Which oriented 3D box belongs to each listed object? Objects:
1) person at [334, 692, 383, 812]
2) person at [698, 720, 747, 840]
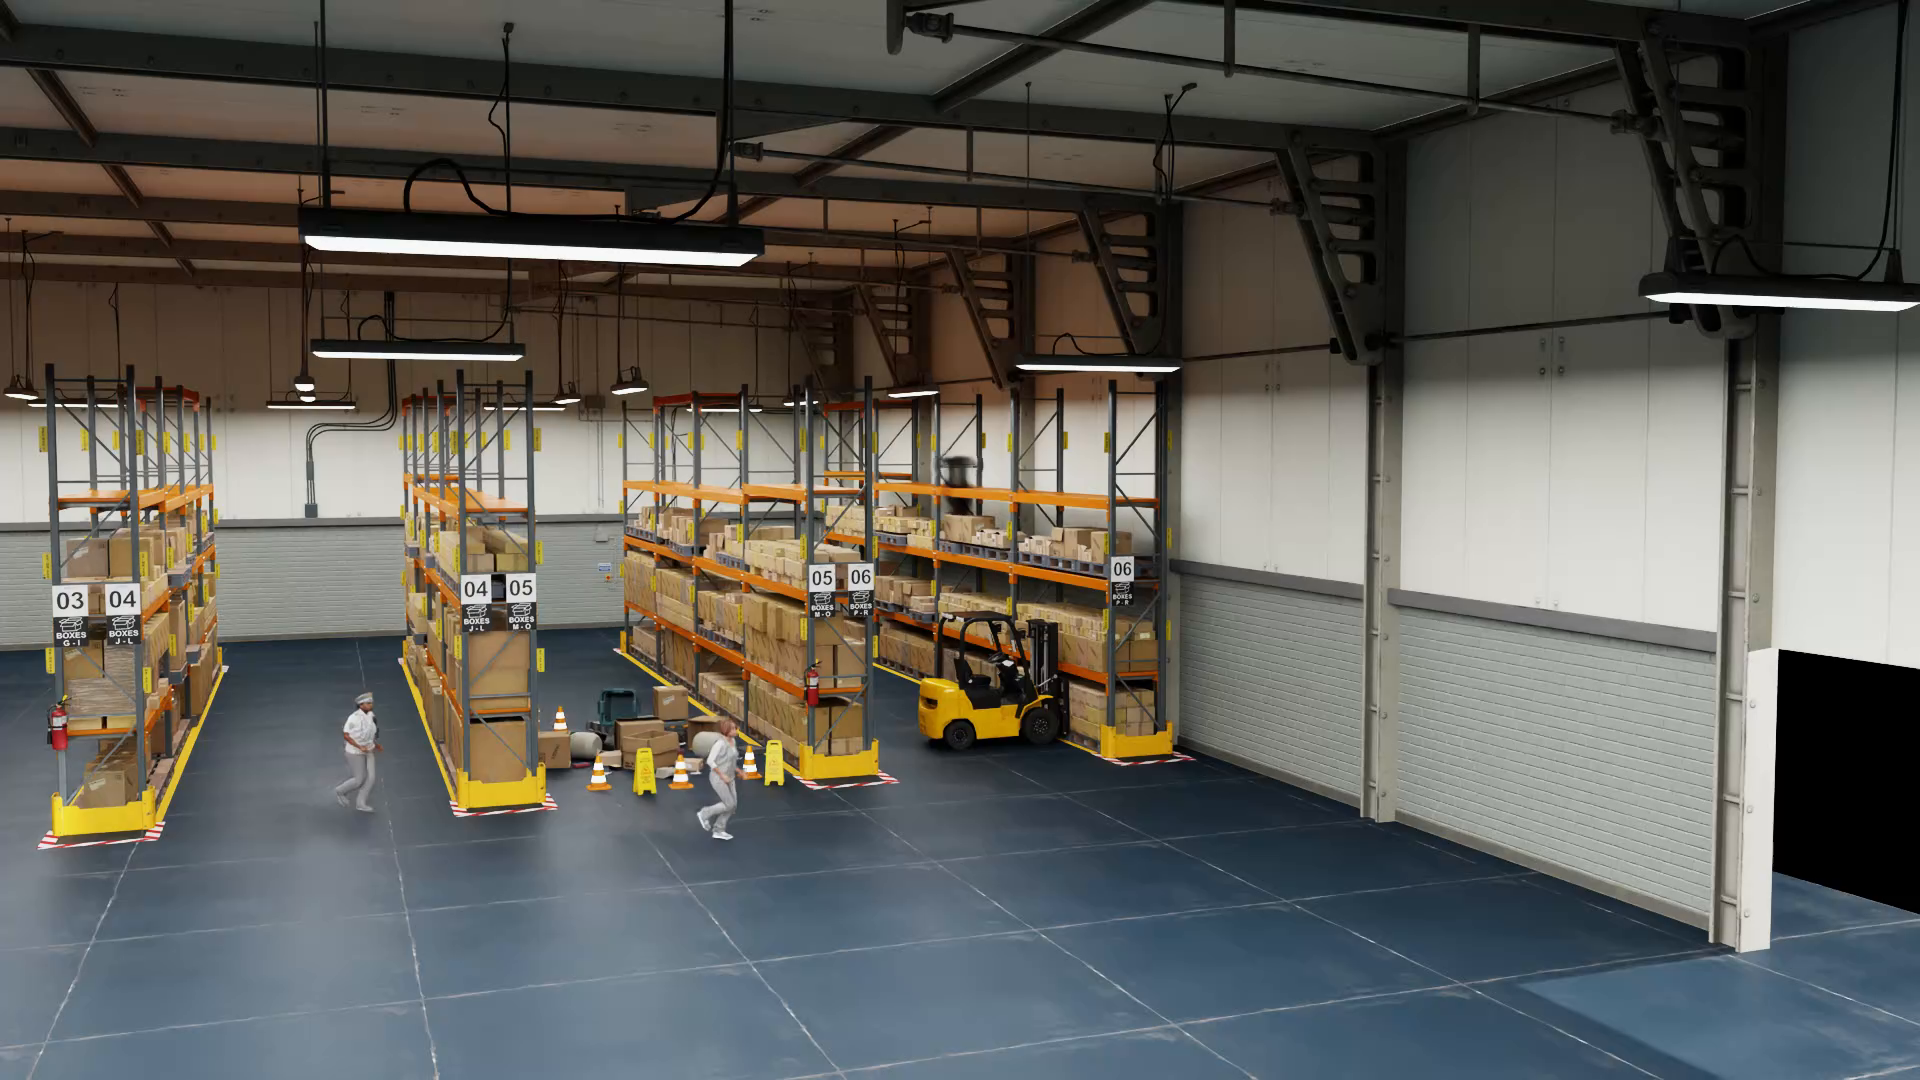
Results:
[{"bbox_3d":[-8.208,2.875,22.632,0.646,1.641,0.572,1,4,23],"label":"person"},{"bbox_3d":[-3.027,3.019,20.974,0.583,1.526,0.536,1,4,23],"label":"person"}]
